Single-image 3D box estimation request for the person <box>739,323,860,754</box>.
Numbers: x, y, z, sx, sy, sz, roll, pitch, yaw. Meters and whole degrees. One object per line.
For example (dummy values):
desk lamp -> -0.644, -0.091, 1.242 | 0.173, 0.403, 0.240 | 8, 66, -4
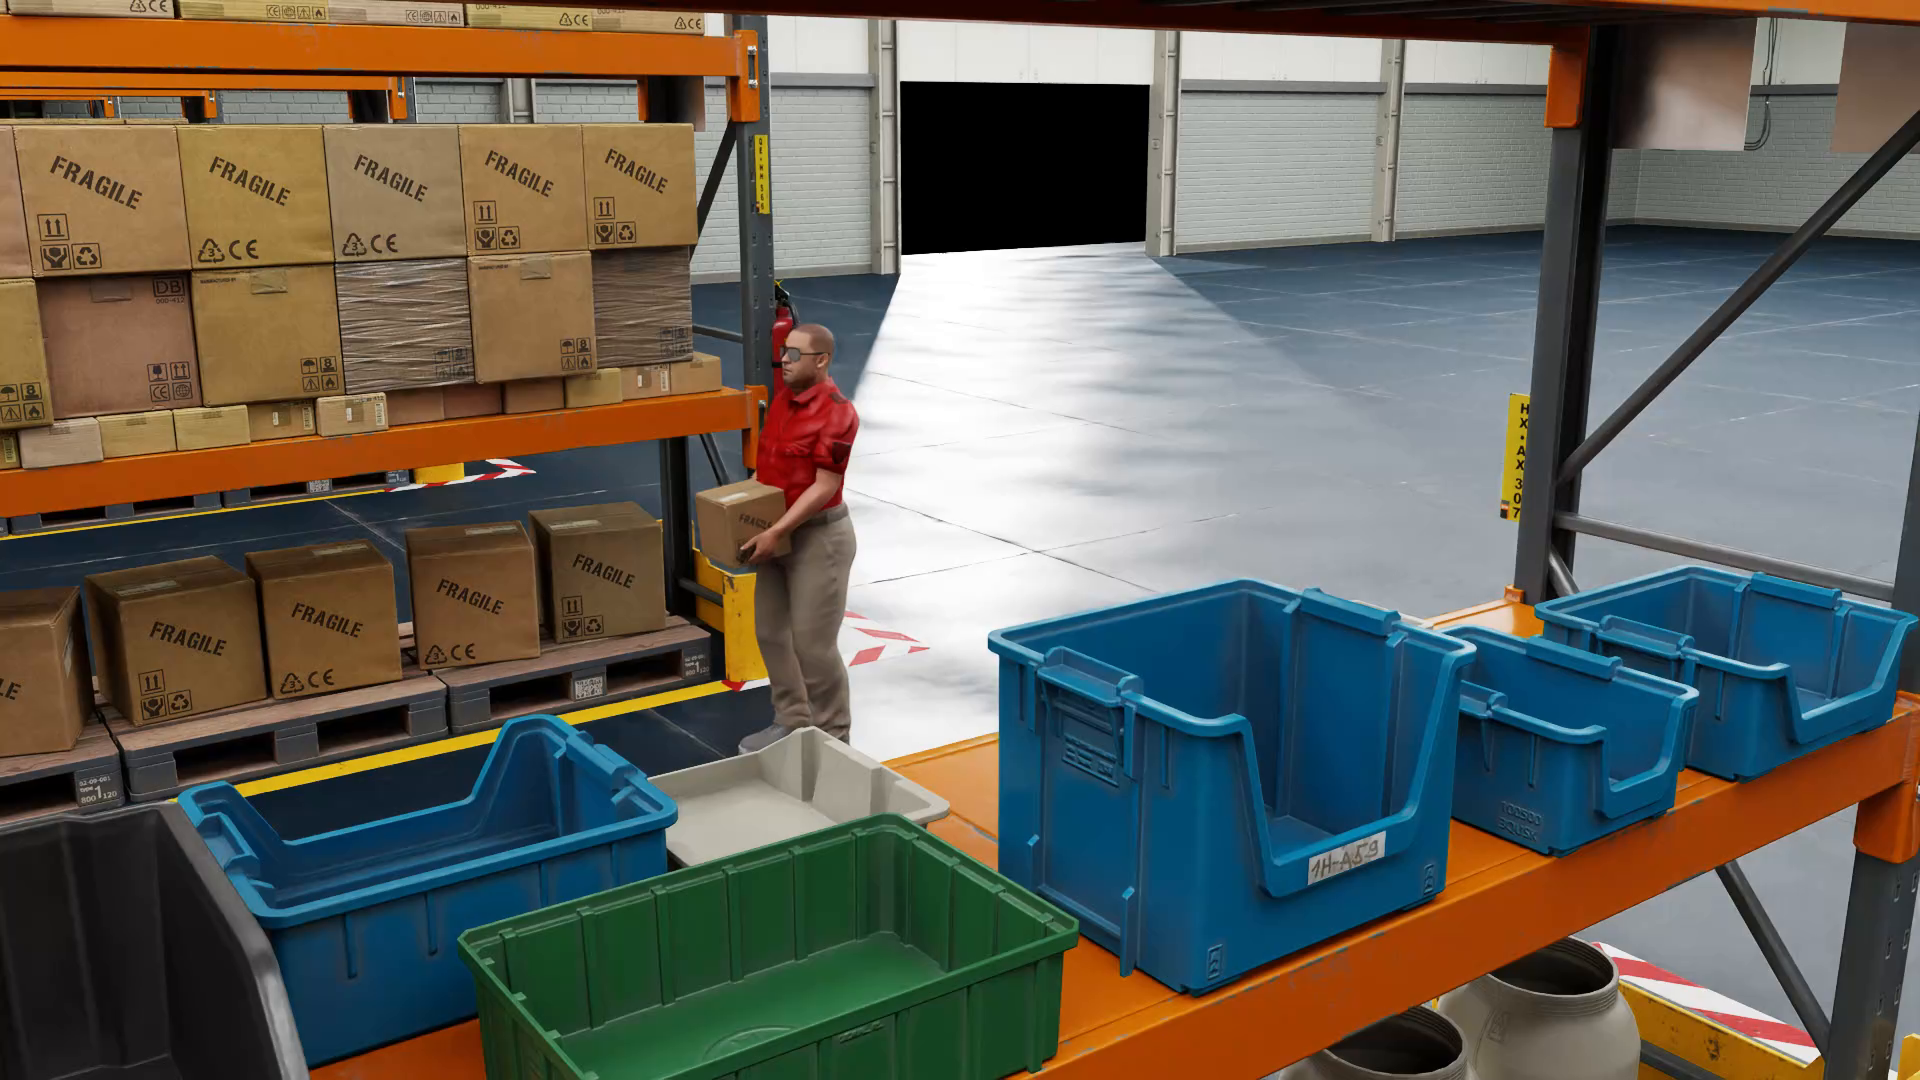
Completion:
person -> -0.670, 0.037, 6.394 | 0.530, 1.725, 0.514 | -10, 18, -35
